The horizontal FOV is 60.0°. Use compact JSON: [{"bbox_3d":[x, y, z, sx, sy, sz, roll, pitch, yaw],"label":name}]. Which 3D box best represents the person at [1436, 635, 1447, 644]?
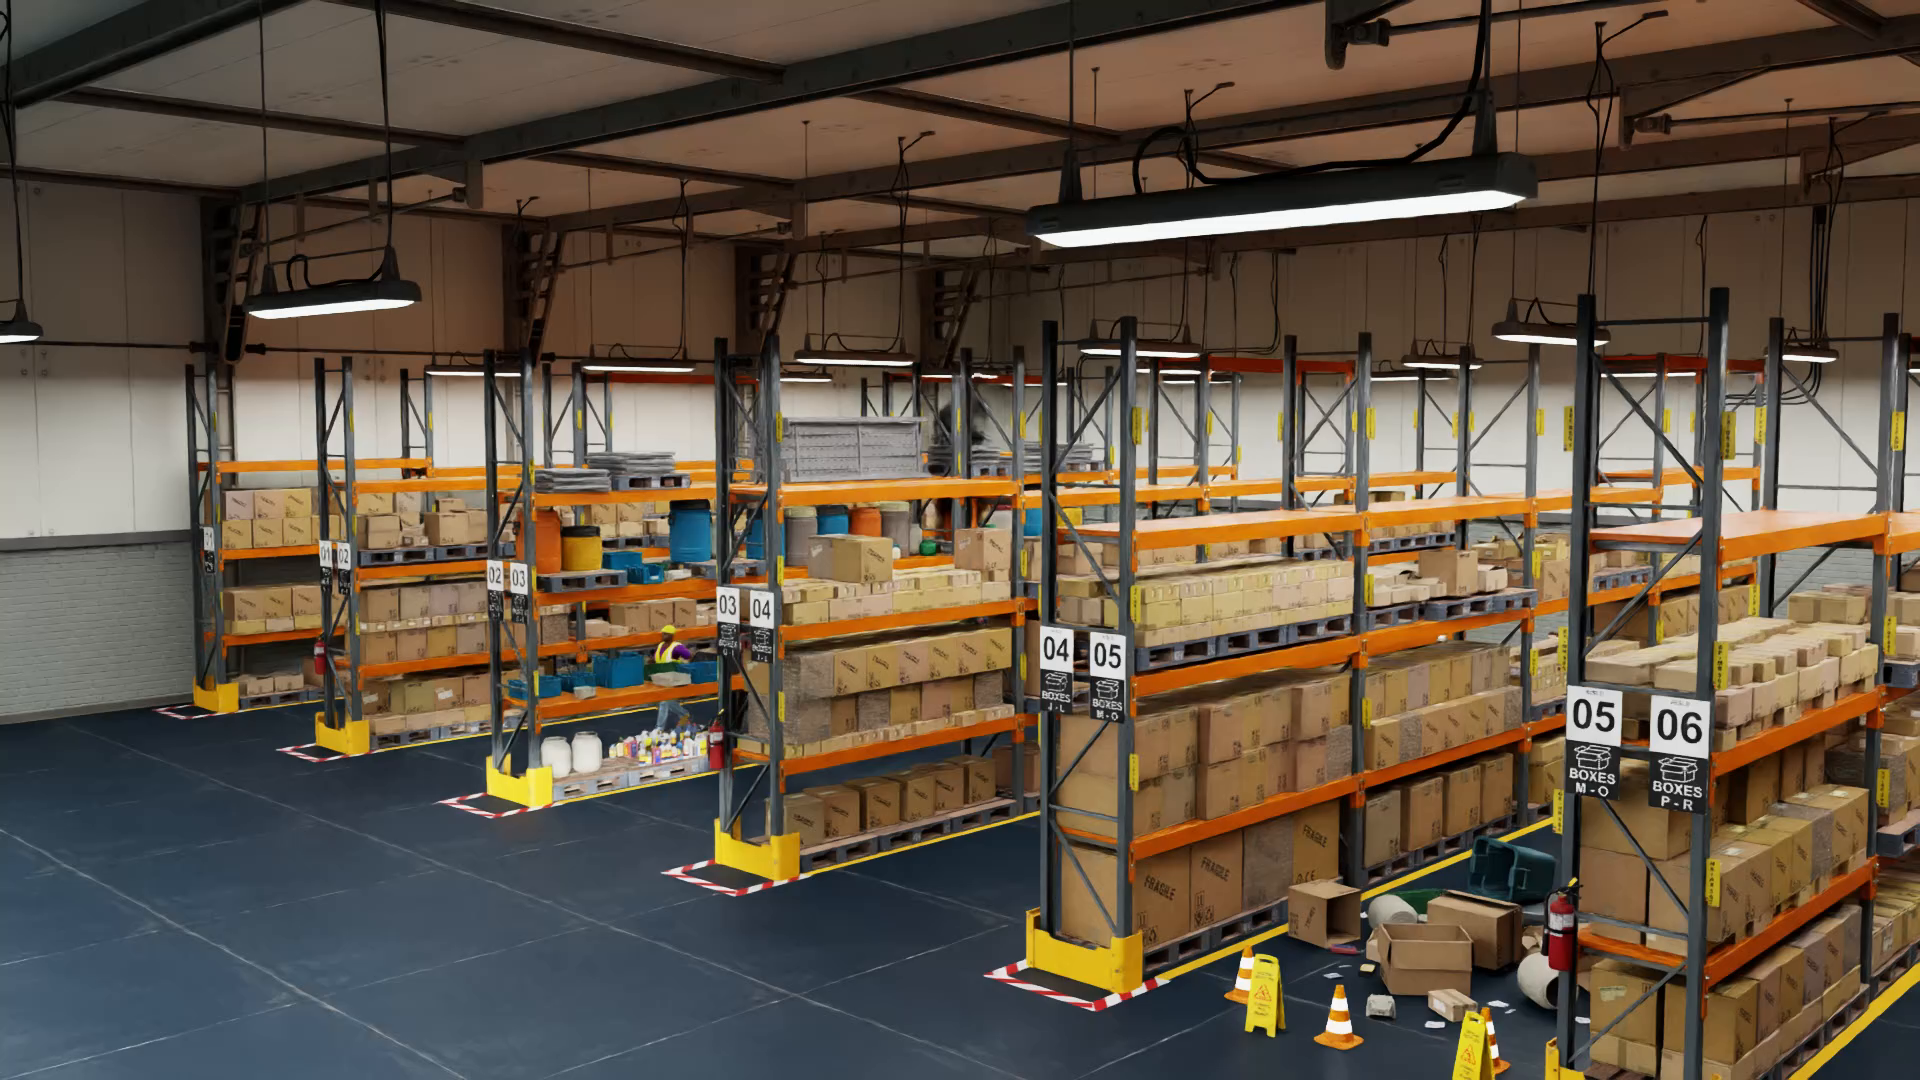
[{"bbox_3d":[7.733,2.322,26.606,0.597,1.631,0.748,3,5,35],"label":"person"}]

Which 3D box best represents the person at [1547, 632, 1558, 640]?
[{"bbox_3d":[9.428,2.313,26.471,0.568,1.728,0.745,4,6,41],"label":"person"}]

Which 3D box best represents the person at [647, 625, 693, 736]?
[{"bbox_3d":[-4.662,2.226,26.537,0.703,1.746,0.987,4,6,41],"label":"person"}]

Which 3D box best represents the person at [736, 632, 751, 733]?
[{"bbox_3d":[-3.458,2.220,26.598,0.726,1.743,0.865,3,5,33],"label":"person"}]
